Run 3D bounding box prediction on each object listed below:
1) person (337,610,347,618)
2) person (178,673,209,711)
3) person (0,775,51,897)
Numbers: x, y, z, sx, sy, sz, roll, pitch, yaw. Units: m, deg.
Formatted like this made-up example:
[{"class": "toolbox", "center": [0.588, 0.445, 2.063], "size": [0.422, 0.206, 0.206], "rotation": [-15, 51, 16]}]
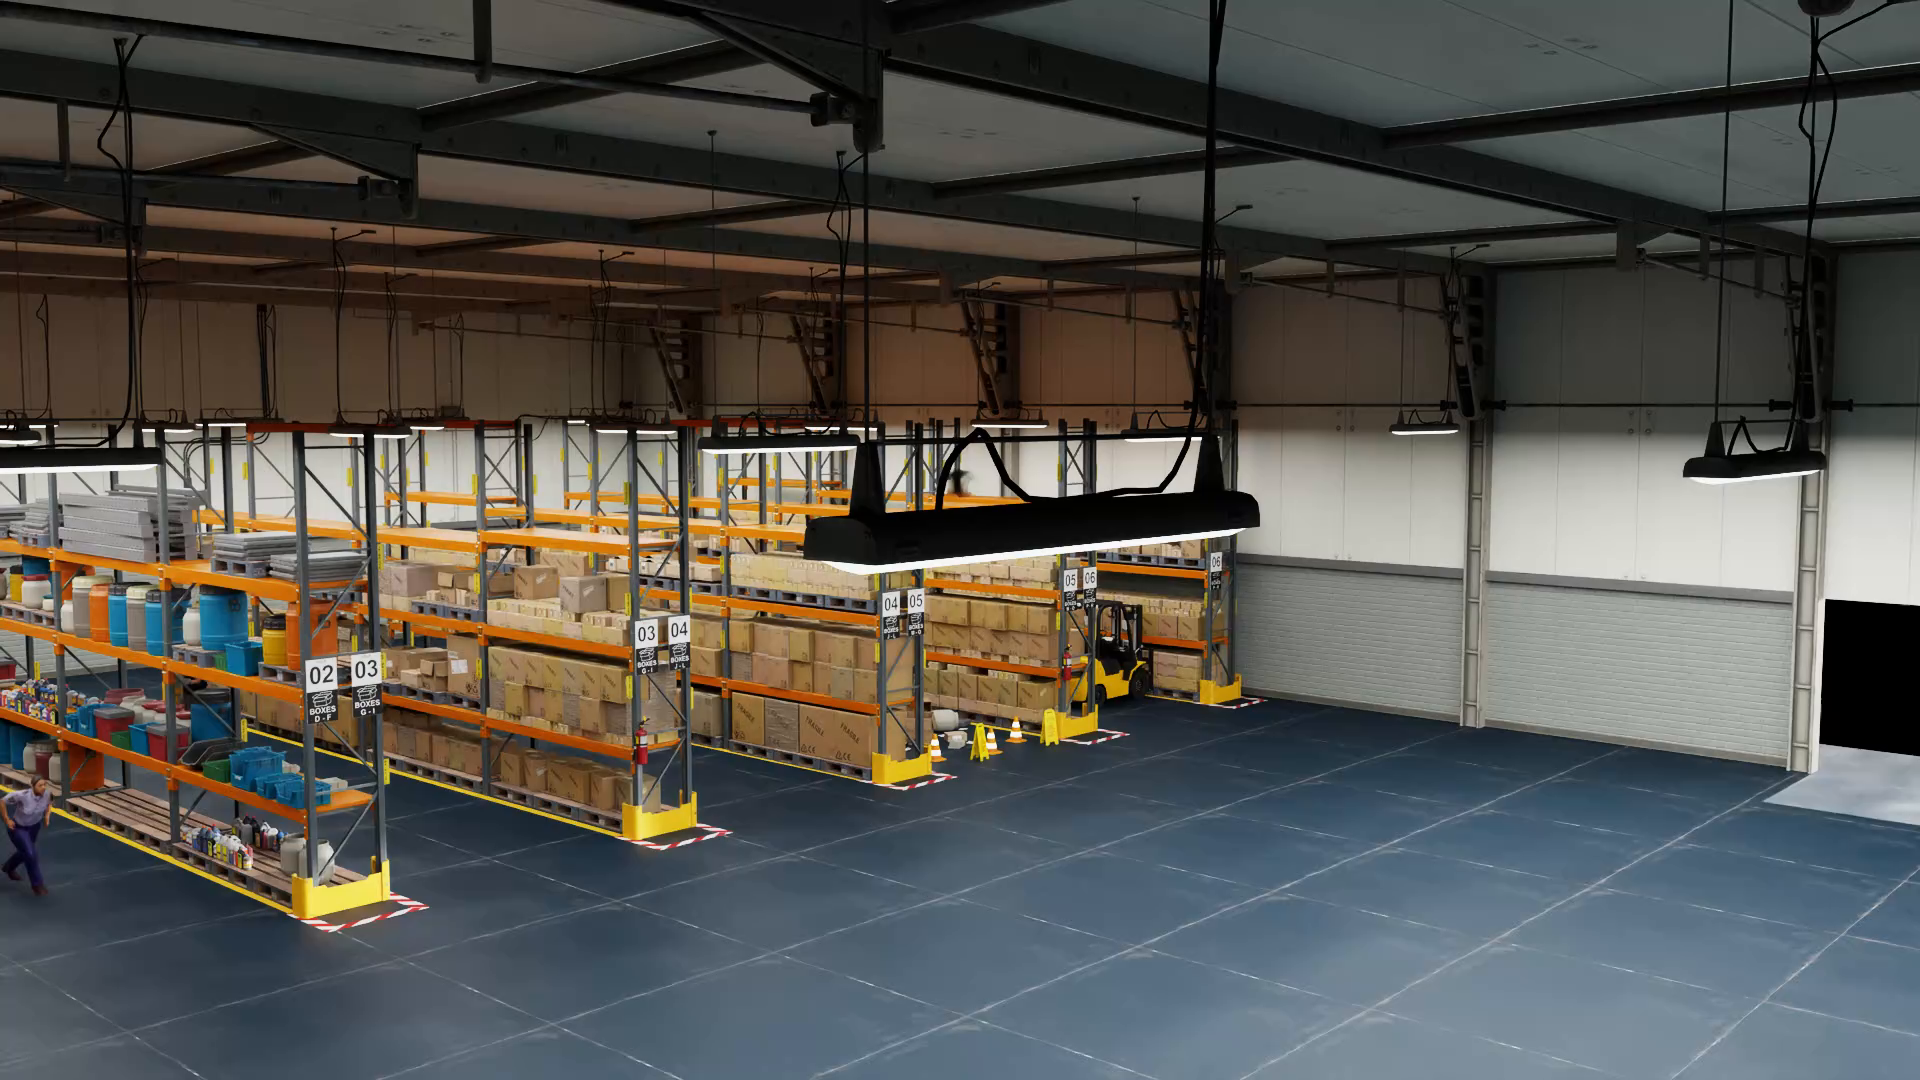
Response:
[{"class": "person", "center": [-13.974, 2.417, 37.689], "size": [0.572, 1.745, 0.767], "rotation": [-4, 6, -40]}, {"class": "person", "center": [-14.410, 2.920, 31.308], "size": [0.596, 1.774, 0.834], "rotation": [-4, 6, -40]}, {"class": "person", "center": [-12.184, 3.820, 21.588], "size": [0.973, 1.604, 0.650], "rotation": [3, 5, 30]}]
